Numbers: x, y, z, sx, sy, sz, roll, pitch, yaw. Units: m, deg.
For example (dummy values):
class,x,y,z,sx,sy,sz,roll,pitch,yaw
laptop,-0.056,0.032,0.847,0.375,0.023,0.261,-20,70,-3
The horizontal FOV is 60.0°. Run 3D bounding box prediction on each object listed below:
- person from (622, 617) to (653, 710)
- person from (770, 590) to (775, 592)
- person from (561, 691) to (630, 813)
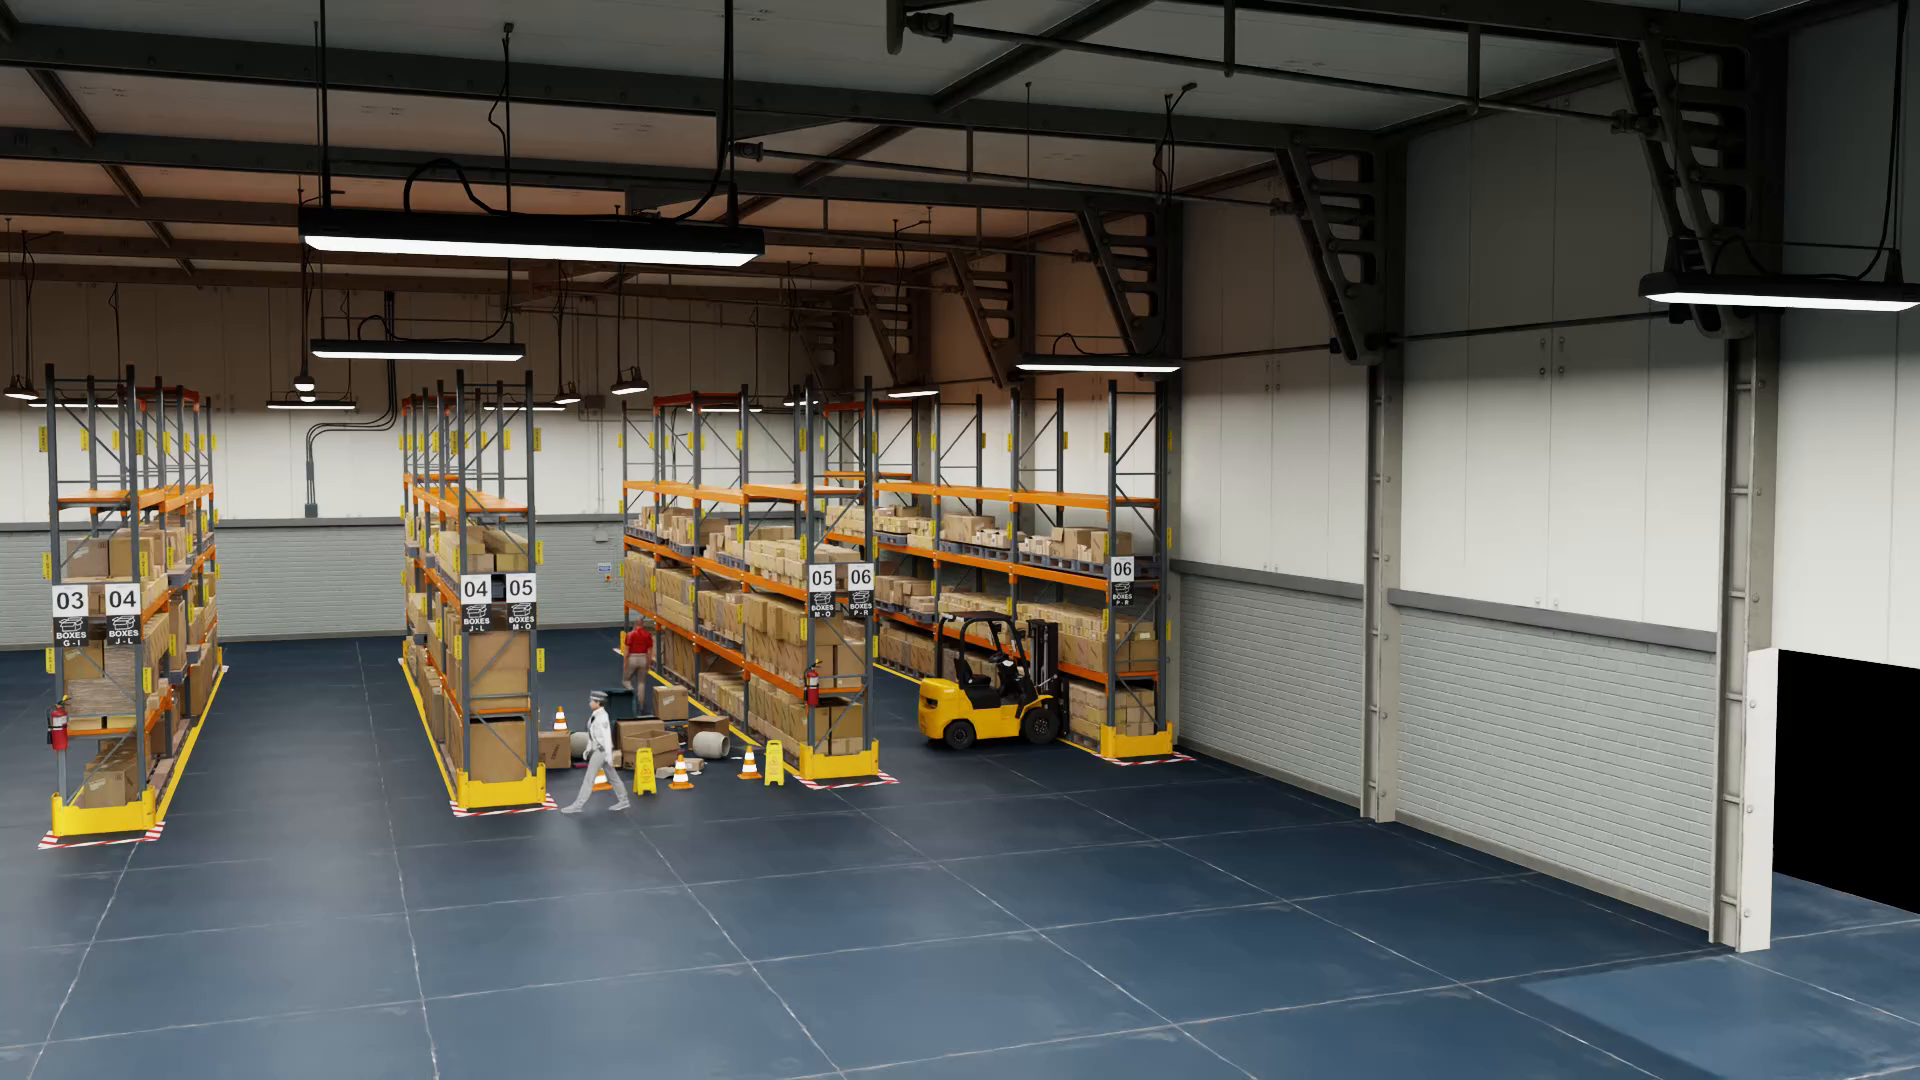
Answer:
class,x,y,z,sx,sy,sz,roll,pitch,yaw
person,-6.035,2.312,31.102,0.595,1.726,0.451,-2,4,-26
person,-4.116,1.965,36.736,0.674,1.717,1.102,-1,4,-19
person,-4.924,2.850,22.435,0.912,1.636,0.510,-1,3,-13
